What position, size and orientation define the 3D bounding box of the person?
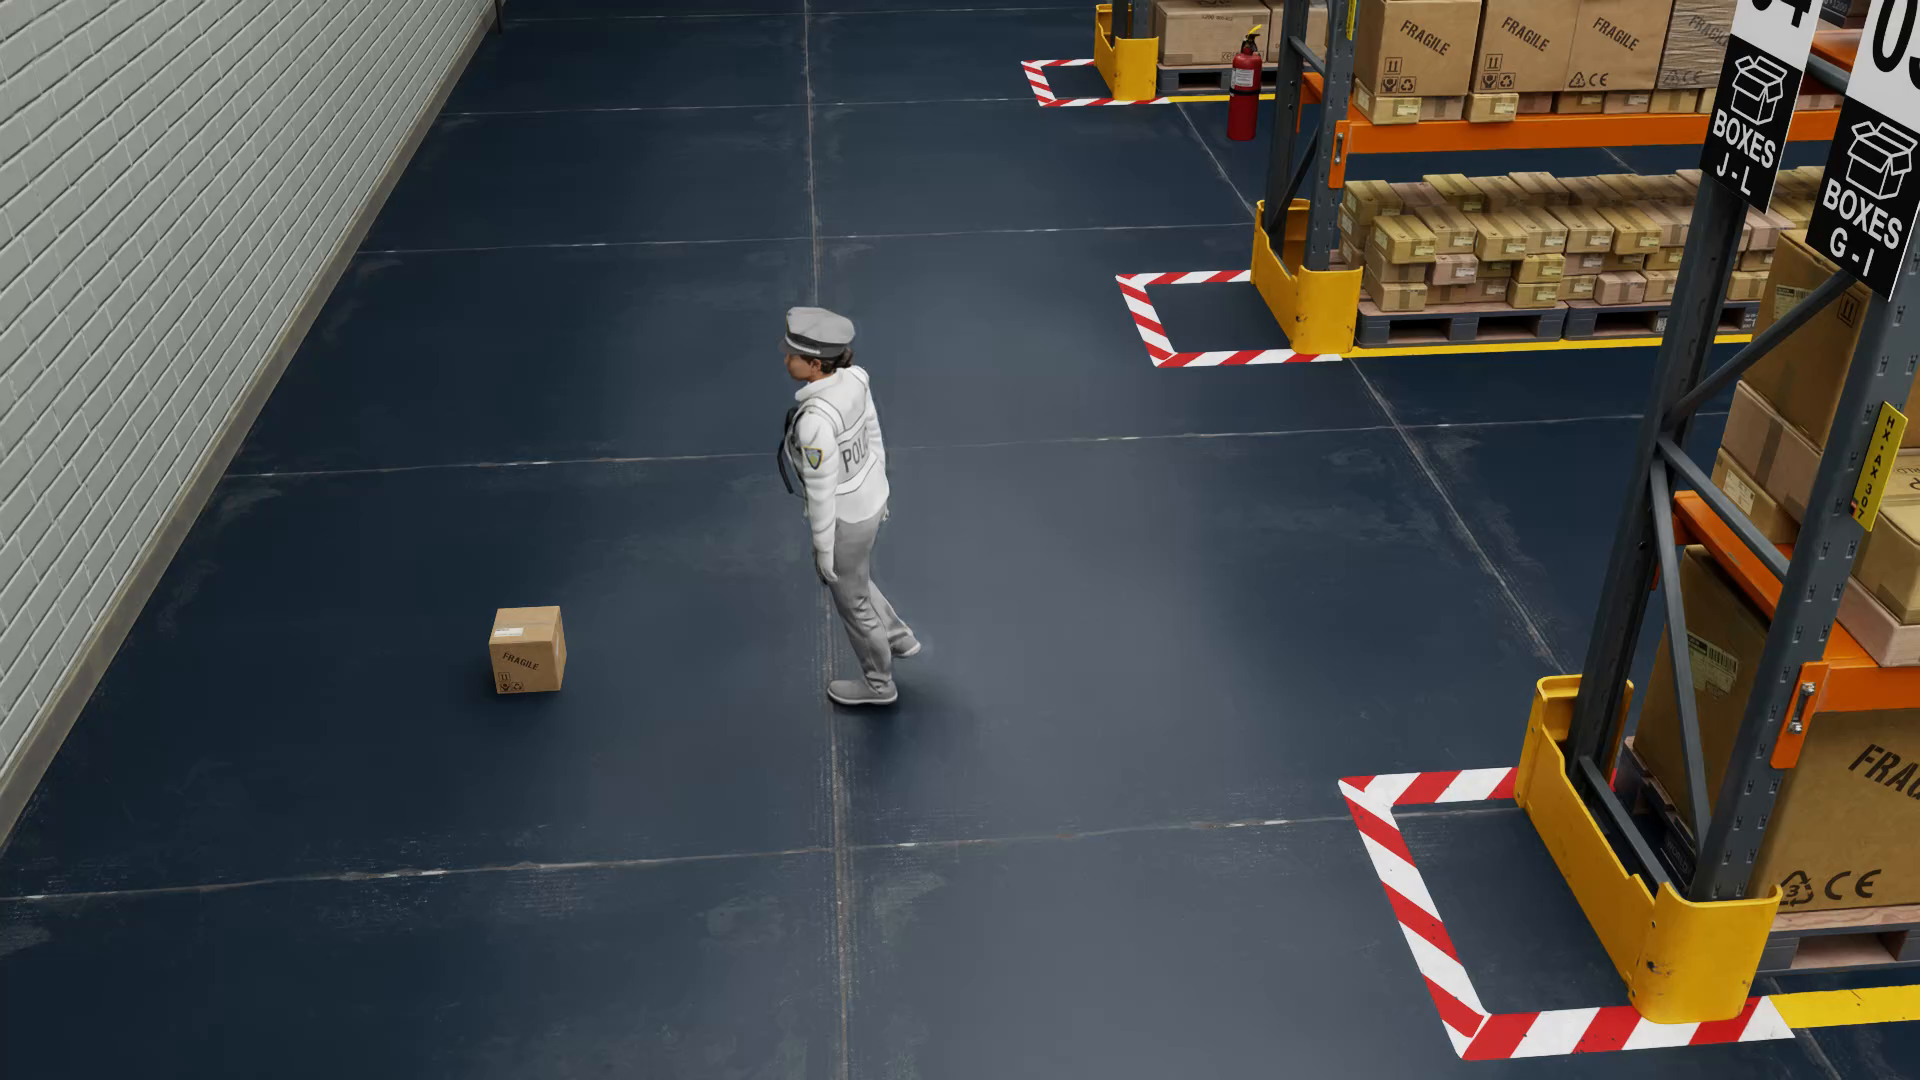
[{"bbox_3d":[-0.407,-0.084,6.238,0.466,1.670,0.522,8,32,13],"label":"person"}]
